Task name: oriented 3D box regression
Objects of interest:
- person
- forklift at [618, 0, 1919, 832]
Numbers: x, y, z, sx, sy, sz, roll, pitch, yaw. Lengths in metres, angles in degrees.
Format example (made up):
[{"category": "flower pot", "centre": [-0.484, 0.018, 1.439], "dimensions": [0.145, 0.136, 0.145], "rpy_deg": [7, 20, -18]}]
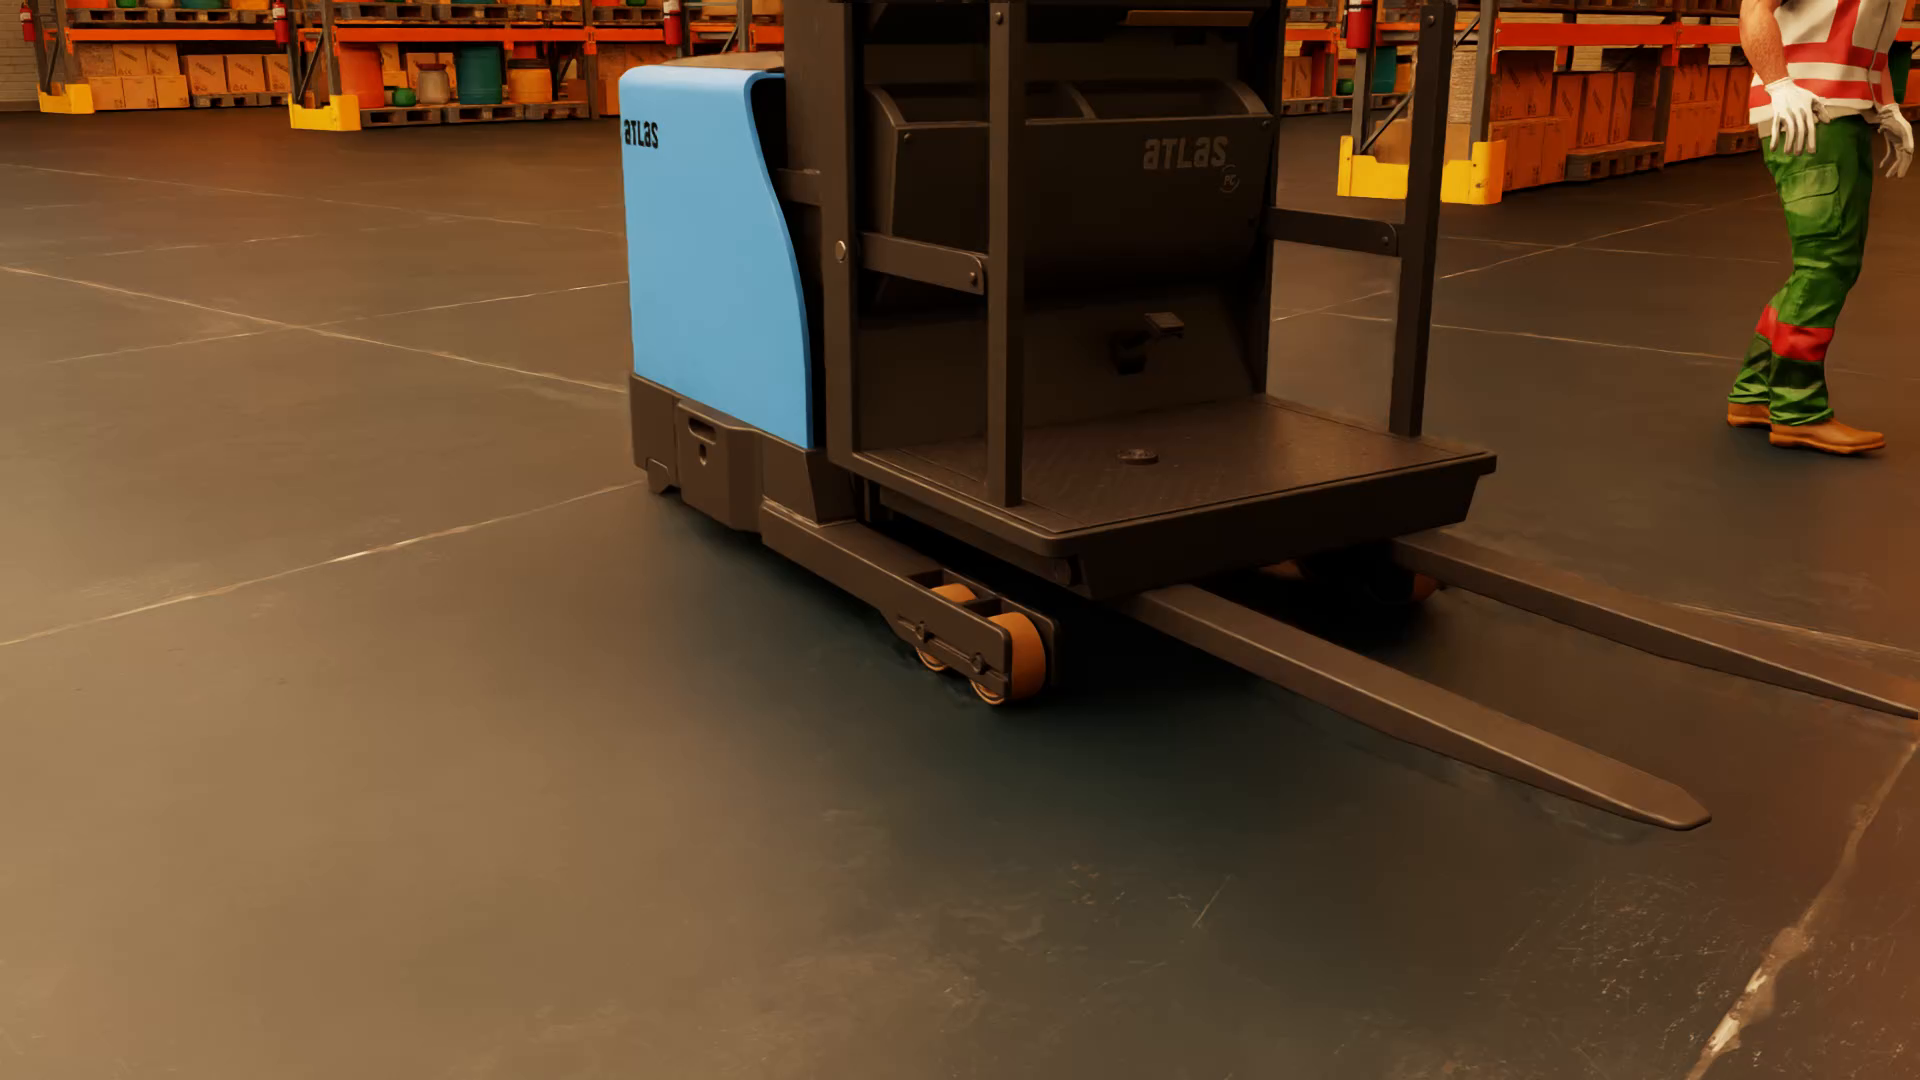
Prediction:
[{"category": "person", "centre": [2.522, -1.156, 4.714], "dimensions": [0.510, 1.765, 0.763], "rpy_deg": [15, 23, 41]}, {"category": "forklift", "centre": [0.353, -1.262, 3.055], "dimensions": [1.130, 2.935, 3.031], "rpy_deg": [-10, 20, -31]}]
